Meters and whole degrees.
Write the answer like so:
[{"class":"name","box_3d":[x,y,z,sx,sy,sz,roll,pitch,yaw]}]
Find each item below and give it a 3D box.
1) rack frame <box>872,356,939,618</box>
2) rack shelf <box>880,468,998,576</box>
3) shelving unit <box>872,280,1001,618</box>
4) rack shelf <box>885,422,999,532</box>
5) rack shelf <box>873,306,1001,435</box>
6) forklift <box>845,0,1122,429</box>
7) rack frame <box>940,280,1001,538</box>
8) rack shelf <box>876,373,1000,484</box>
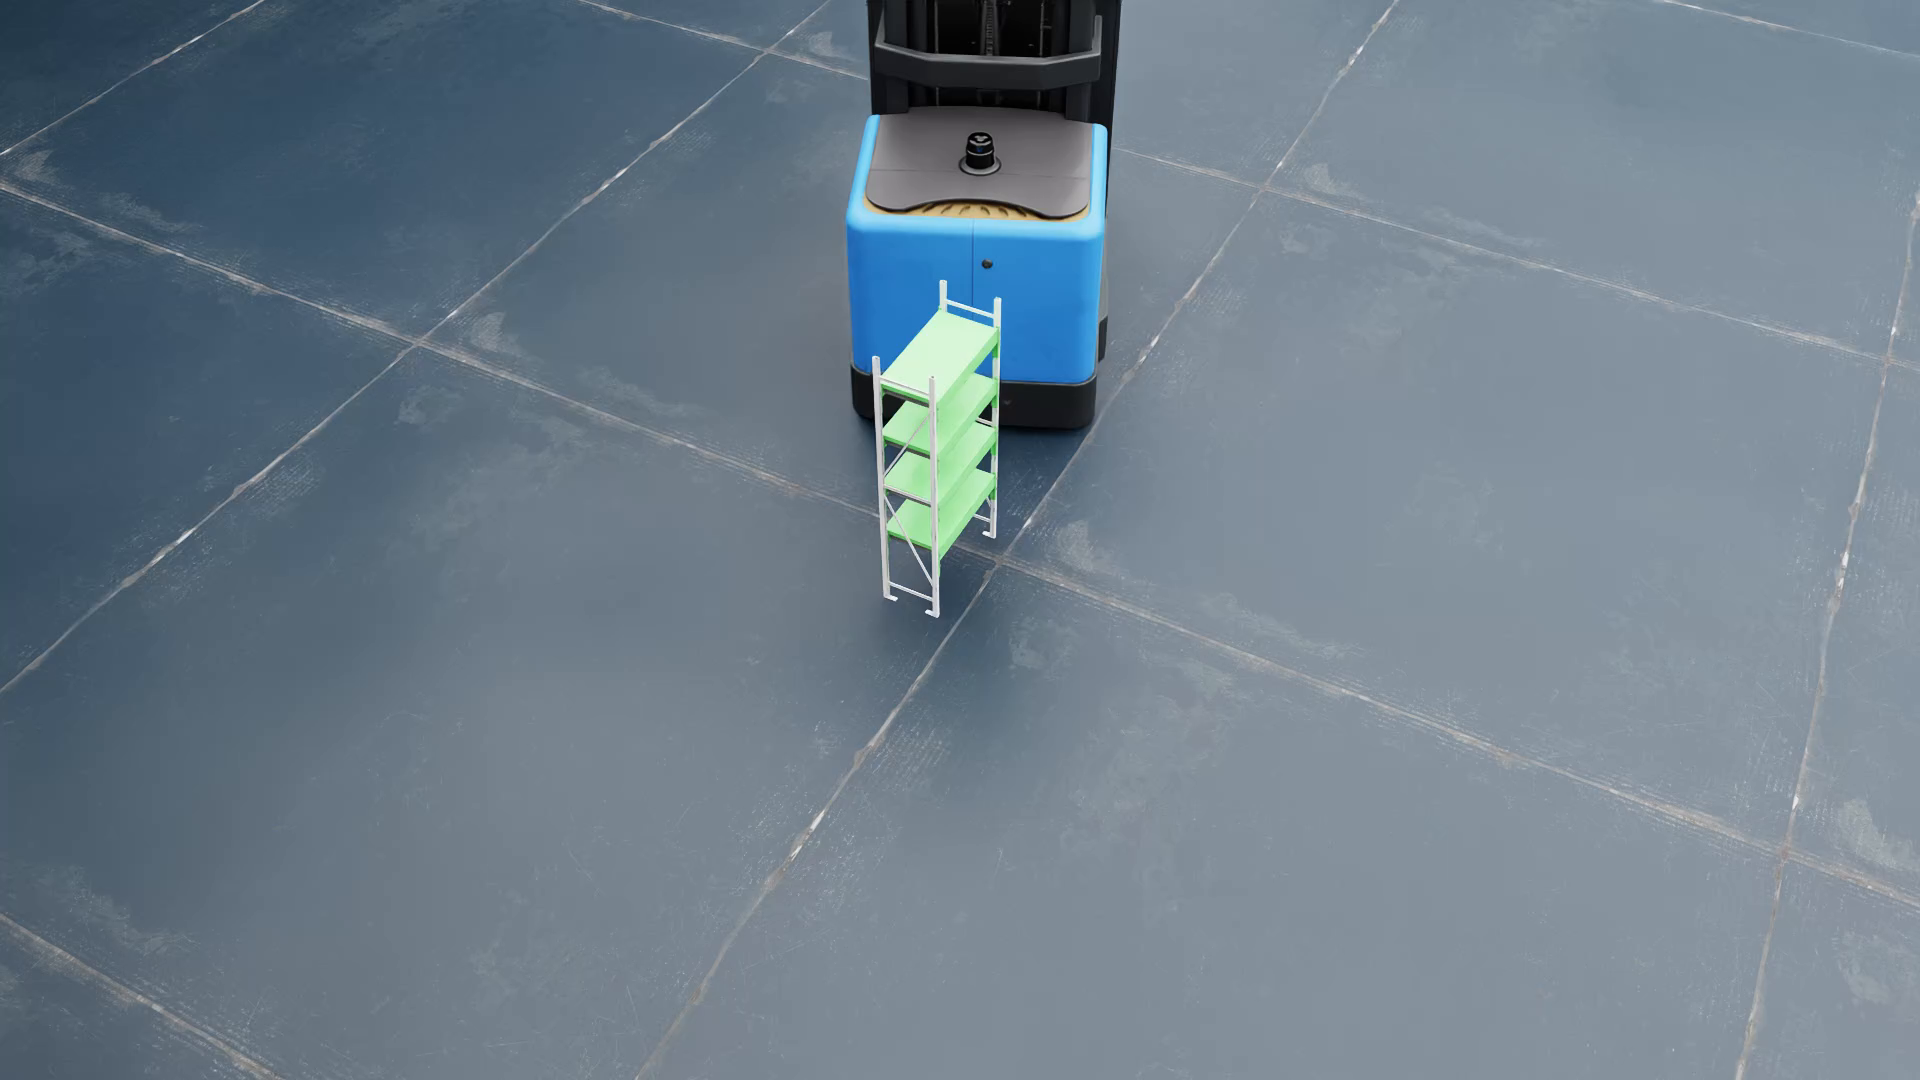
[{"class":"rack frame","box_3d":[-0.190,-0.164,6.068,0.240,1.200,0.015,20,49,19]},{"class":"rack shelf","box_3d":[-0.077,-0.104,6.436,0.258,0.148,0.480,20,49,19]},{"class":"shelving unit","box_3d":[-0.077,-0.317,6.220,0.258,1.200,0.503,20,49,19]},{"class":"rack shelf","box_3d":[-0.077,-0.273,6.266,0.258,0.148,0.480,20,49,19]},{"class":"rack shelf","box_3d":[-0.077,-0.610,5.924,0.258,0.148,0.480,20,49,19]},{"class":"forklift","box_3d":[0.166,-2.553,7.212,1.130,2.935,3.031,3,45,3]},{"class":"rack frame","box_3d":[0.036,-0.471,6.372,0.240,1.200,0.015,20,49,19]},{"class":"rack shelf","box_3d":[-0.077,-0.441,6.095,0.258,0.148,0.480,20,49,19]}]
